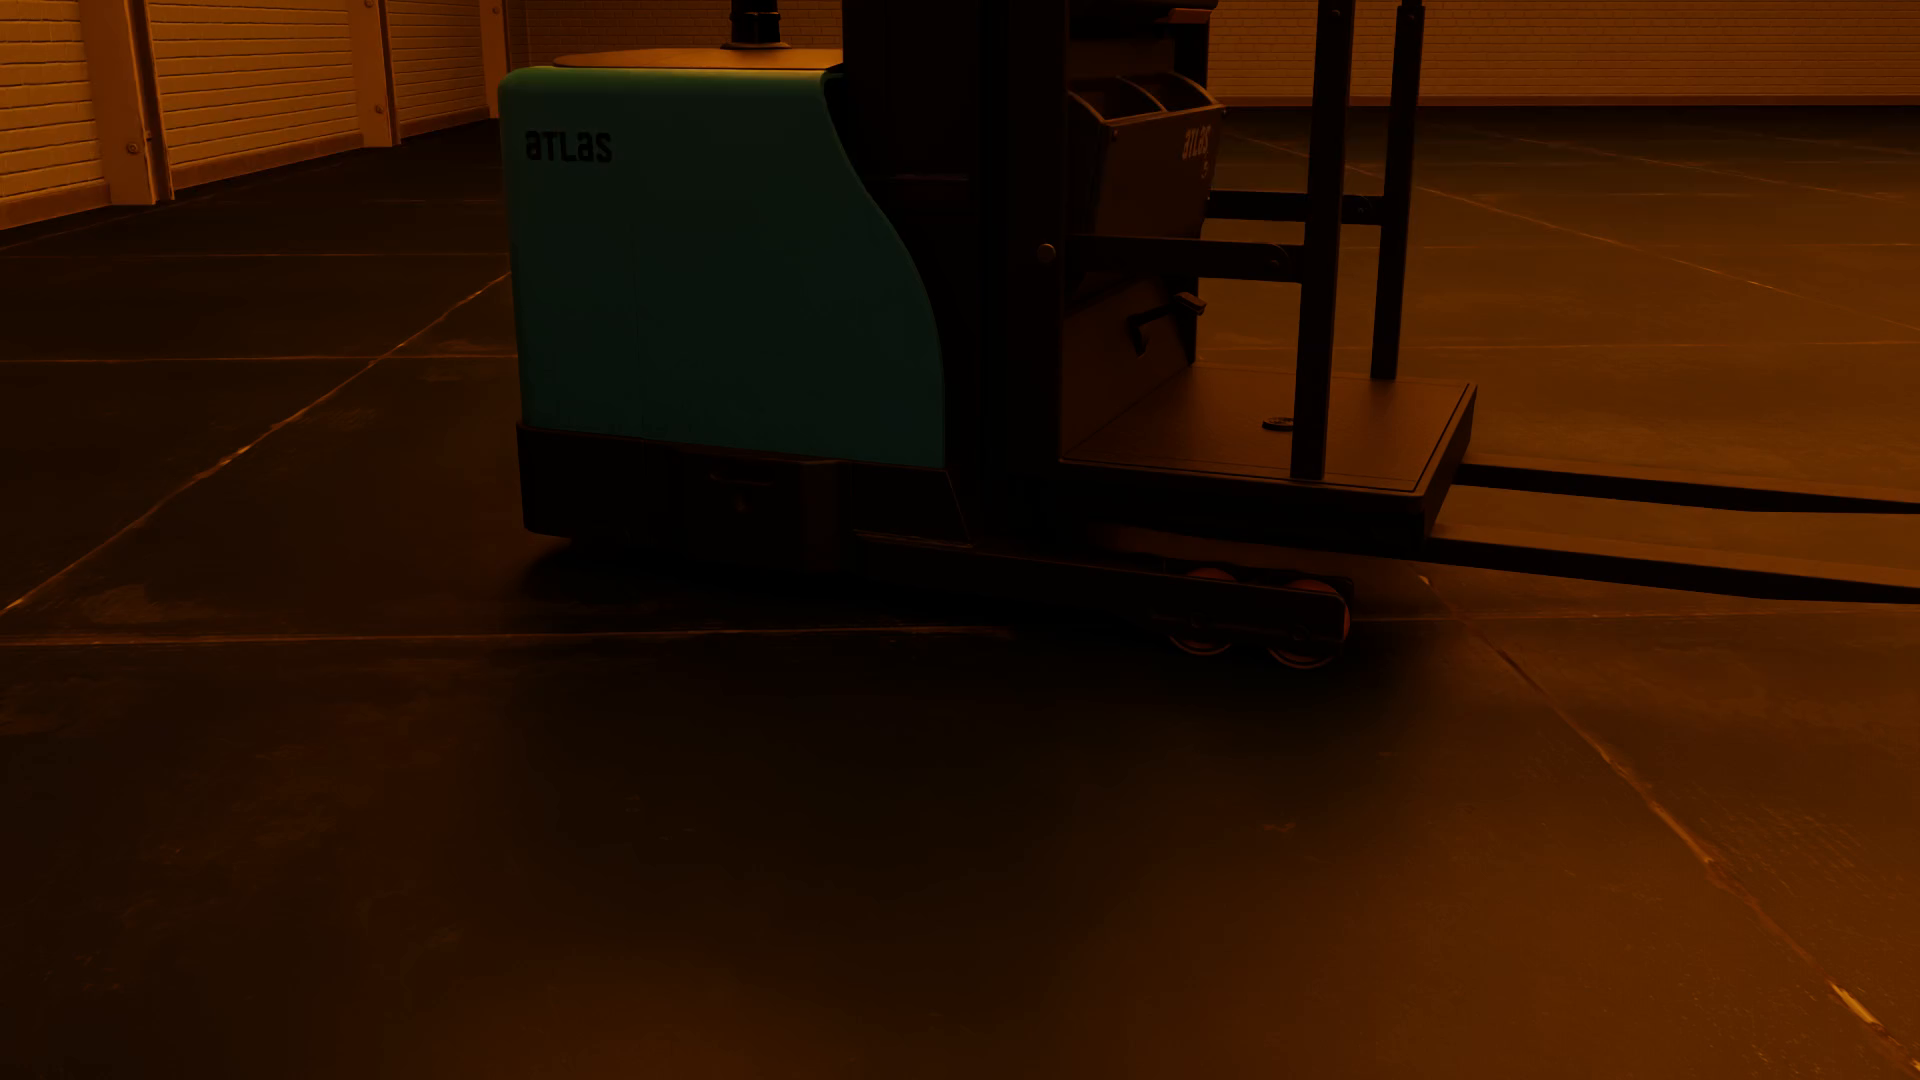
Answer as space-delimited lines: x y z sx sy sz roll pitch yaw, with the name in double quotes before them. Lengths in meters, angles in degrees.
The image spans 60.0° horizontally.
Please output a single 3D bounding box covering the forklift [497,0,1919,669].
"forklift" 0.575 -1.335 3.271 3.031 2.935 1.130 7 18 21
